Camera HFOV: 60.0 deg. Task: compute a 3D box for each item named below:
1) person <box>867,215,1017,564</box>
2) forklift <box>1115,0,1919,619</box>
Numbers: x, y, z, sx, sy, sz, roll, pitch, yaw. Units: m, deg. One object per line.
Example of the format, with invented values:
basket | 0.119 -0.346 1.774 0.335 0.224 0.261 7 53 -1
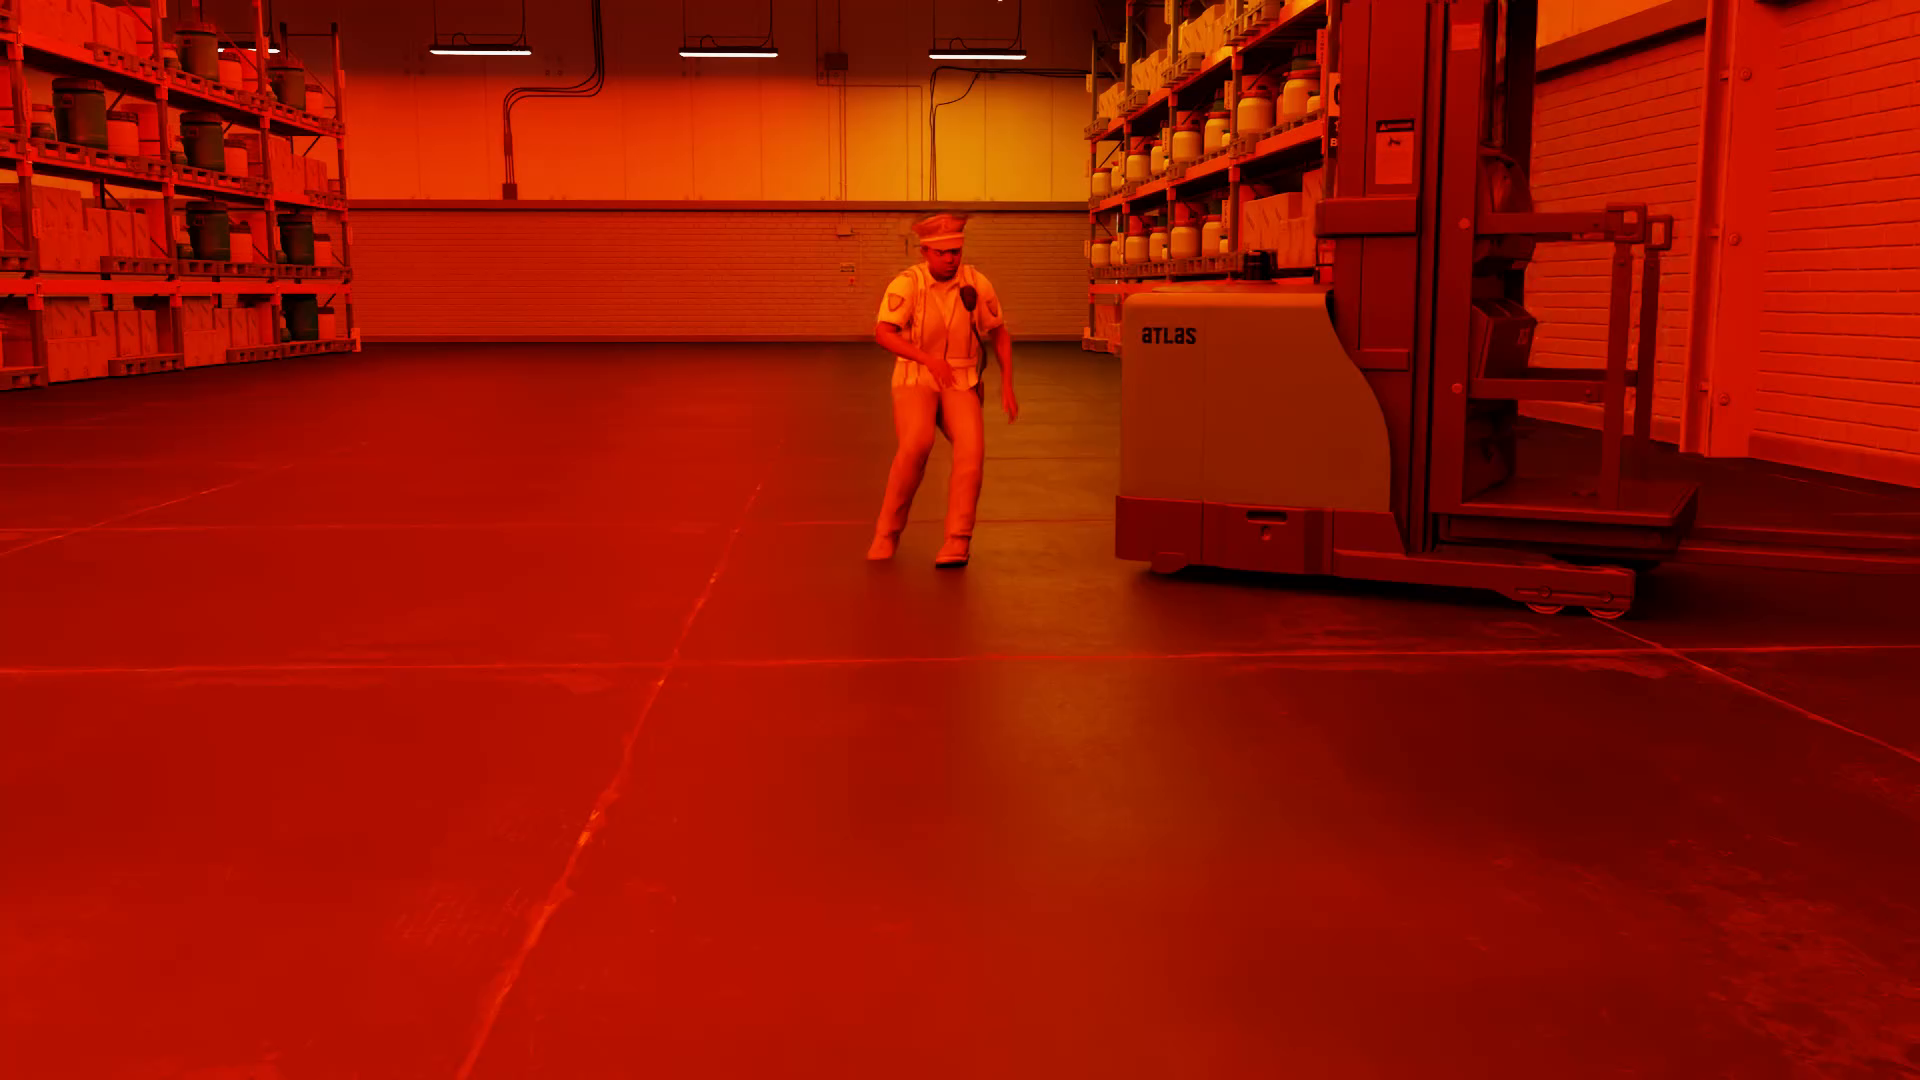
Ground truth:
person | -0.058 -0.608 6.888 0.726 1.462 0.858 -2 9 -16
forklift | 2.146 -1.275 5.915 3.031 2.935 1.130 4 9 27
